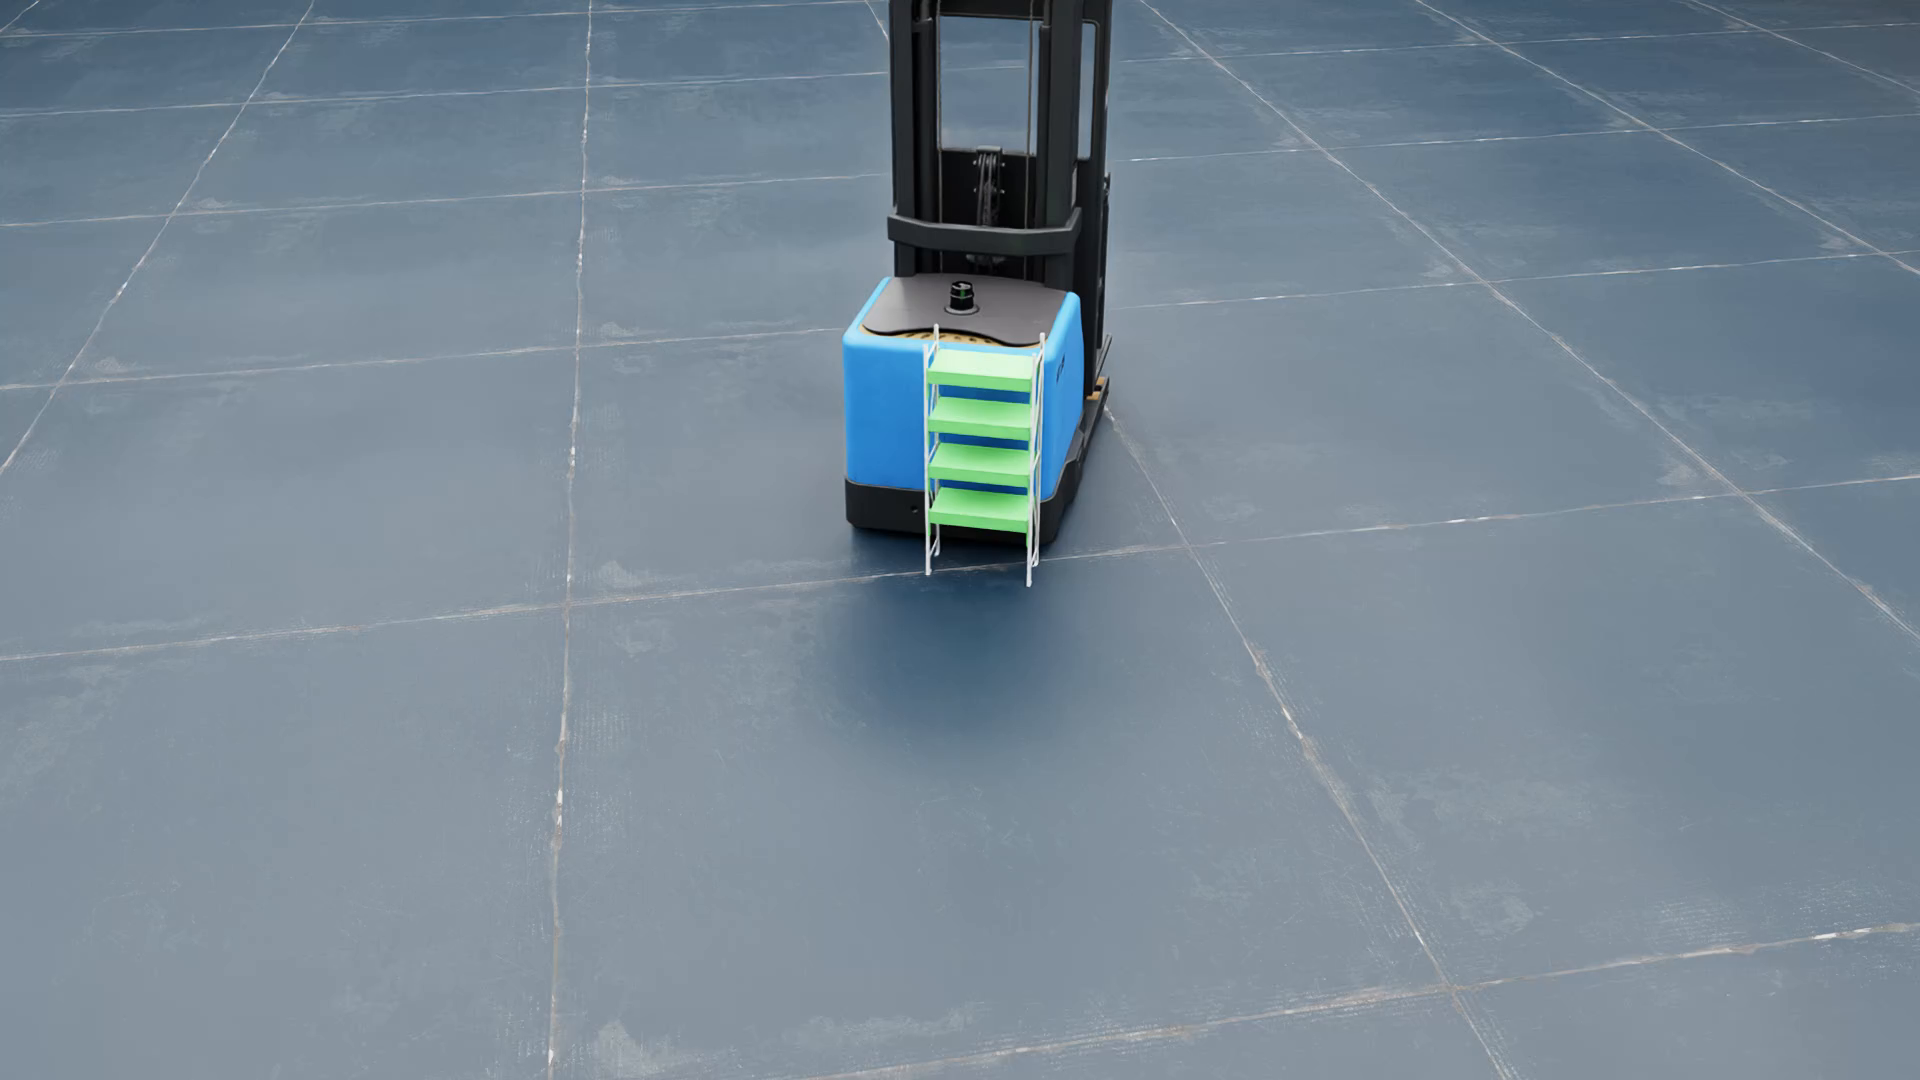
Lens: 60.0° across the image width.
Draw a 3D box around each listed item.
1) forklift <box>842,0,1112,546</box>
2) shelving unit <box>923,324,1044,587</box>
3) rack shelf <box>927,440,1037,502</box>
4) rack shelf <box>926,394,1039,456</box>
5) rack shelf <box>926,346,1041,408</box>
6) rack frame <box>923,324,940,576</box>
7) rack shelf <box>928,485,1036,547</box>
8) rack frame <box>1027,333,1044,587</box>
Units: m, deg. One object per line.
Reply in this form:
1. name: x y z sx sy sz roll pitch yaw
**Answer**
1. forklift: 0.245 -1.970 8.708 1.130 2.935 3.031 6 31 11
2. shelving unit: 0.108 -0.378 7.709 0.503 1.200 0.258 6 31 10
3. rack shelf: 0.108 -0.323 7.741 0.480 0.148 0.258 6 31 10
4. rack shelf: 0.108 -0.530 7.620 0.480 0.148 0.258 6 31 10
5. rack shelf: 0.108 -0.737 7.498 0.480 0.148 0.258 6 31 10
6. rack frame: -0.131 -0.403 7.752 0.015 1.200 0.240 6 31 10
7. rack shelf: 0.108 -0.116 7.863 0.480 0.148 0.258 6 31 10
8. rack frame: 0.347 -0.353 7.666 0.015 1.200 0.240 6 31 10
